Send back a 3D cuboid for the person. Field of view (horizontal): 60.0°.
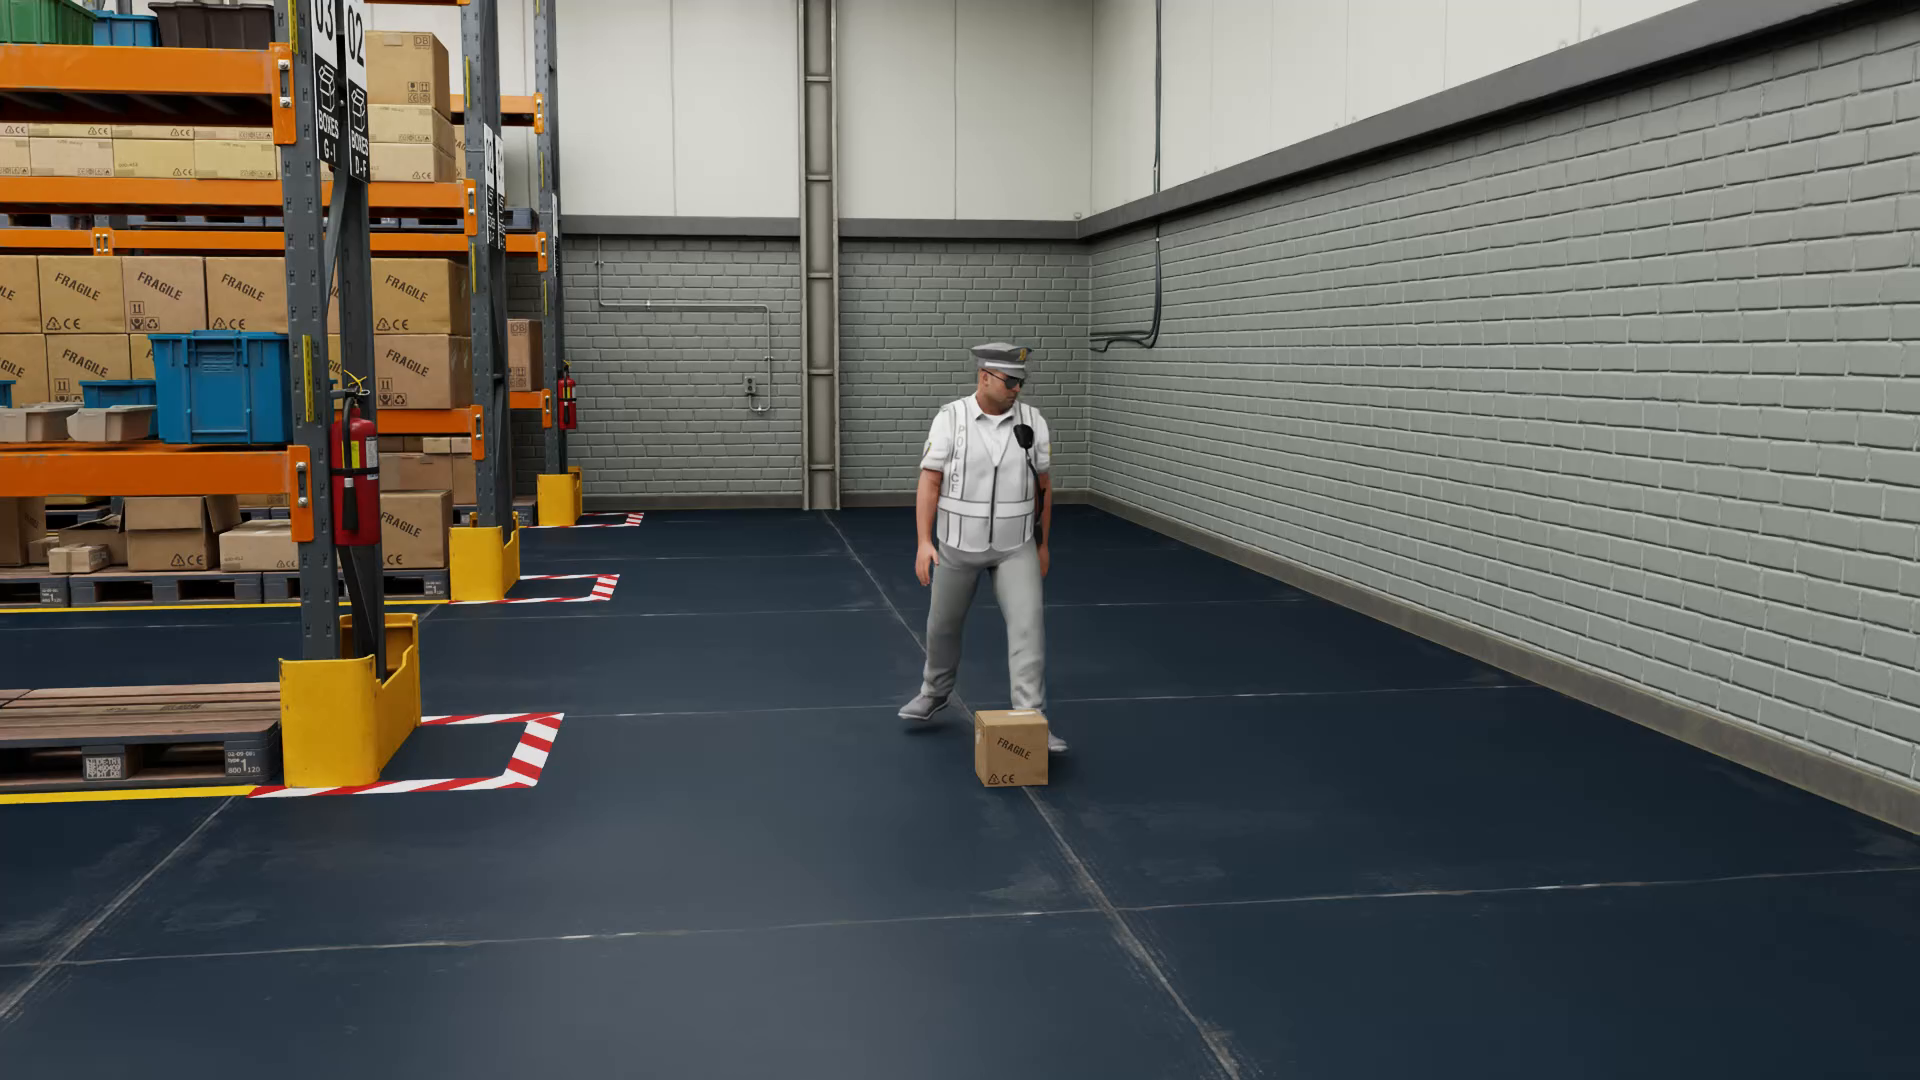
[{"bbox_3d":[0.080,0.016,7.097,0.683,1.708,0.942,0,6,-4],"label":"person"}]
